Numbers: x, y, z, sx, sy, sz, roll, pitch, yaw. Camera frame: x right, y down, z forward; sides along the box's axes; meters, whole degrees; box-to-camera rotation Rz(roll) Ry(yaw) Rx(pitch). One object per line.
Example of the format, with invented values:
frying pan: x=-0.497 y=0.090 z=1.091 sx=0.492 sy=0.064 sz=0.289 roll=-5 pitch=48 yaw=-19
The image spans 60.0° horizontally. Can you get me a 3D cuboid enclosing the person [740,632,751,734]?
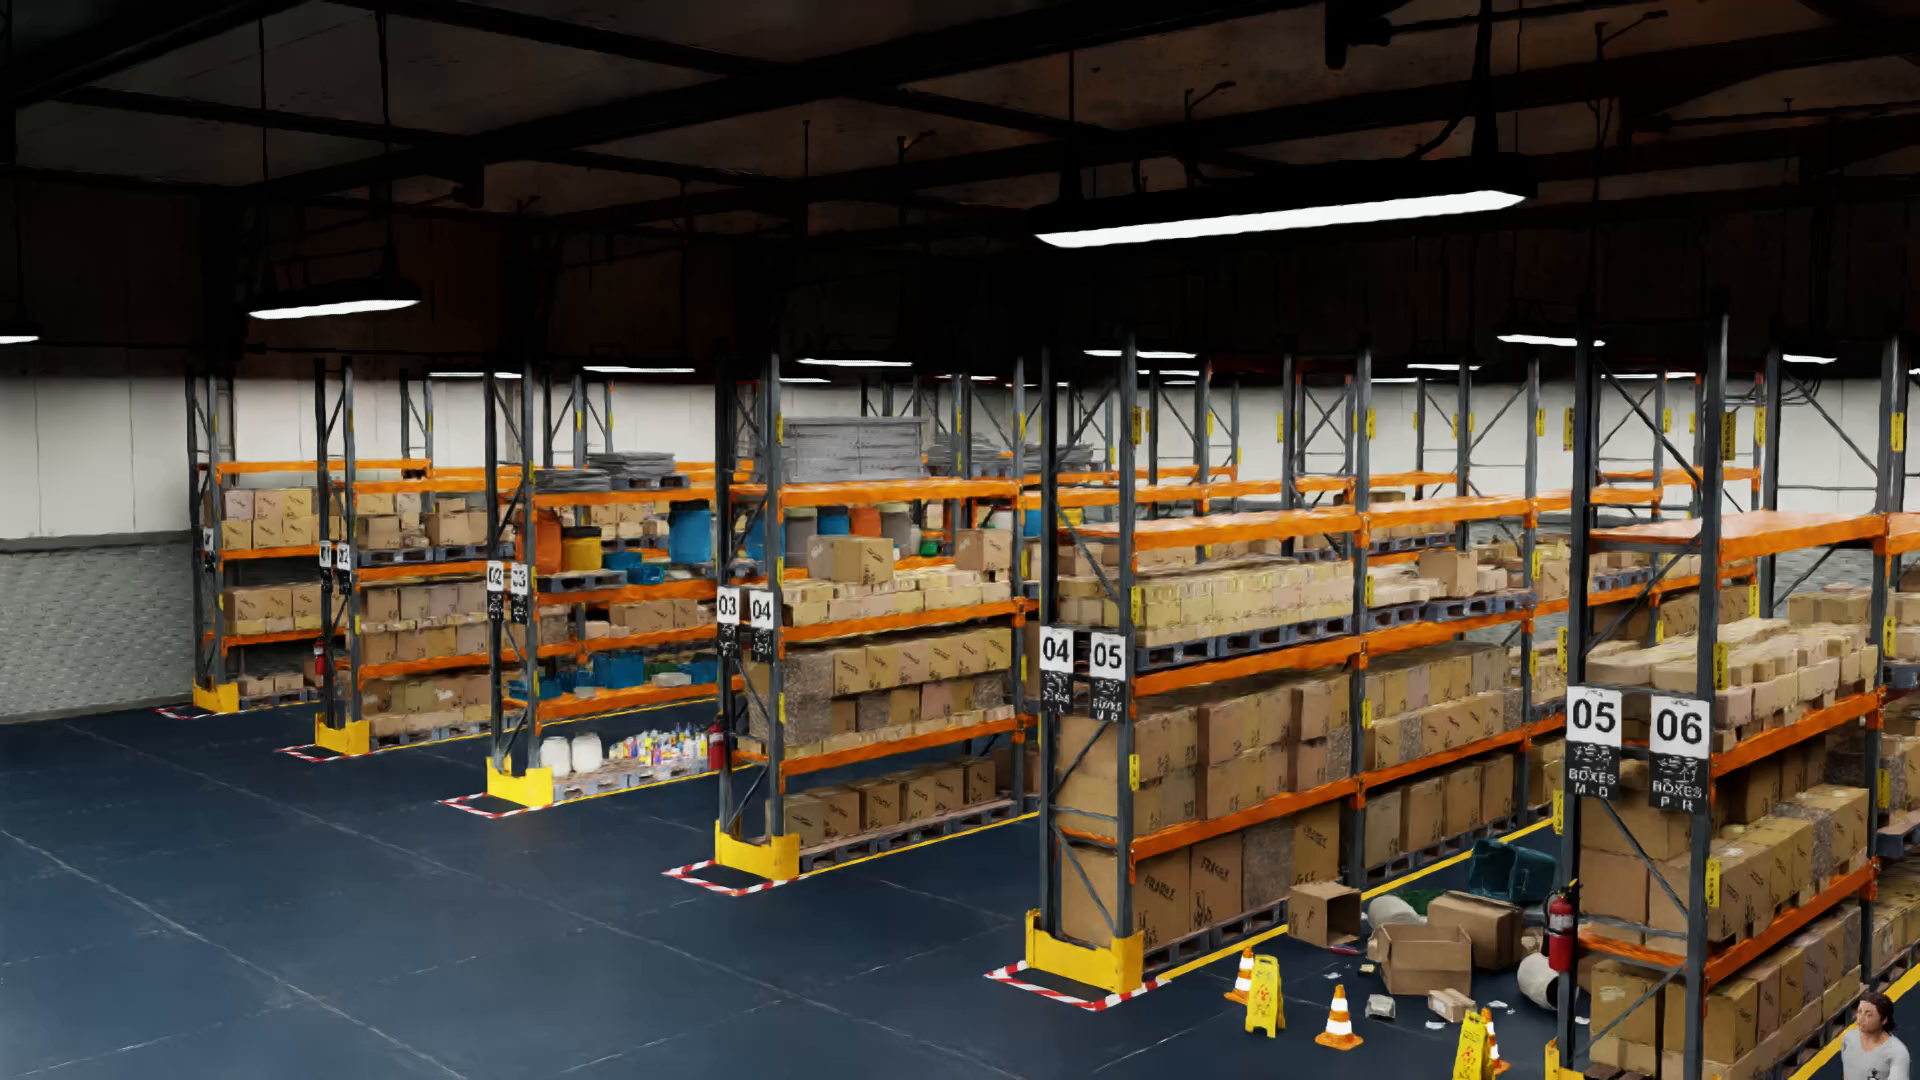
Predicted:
person: x=-3.333 y=2.274 z=26.944 sx=0.866 sy=1.655 sz=0.680 roll=-4 pitch=6 yaw=-41

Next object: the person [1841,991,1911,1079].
person: x=5.607 y=3.565 z=10.233 sx=1.010 sy=1.605 sz=0.445 roll=-3 pitch=5 yaw=-37
